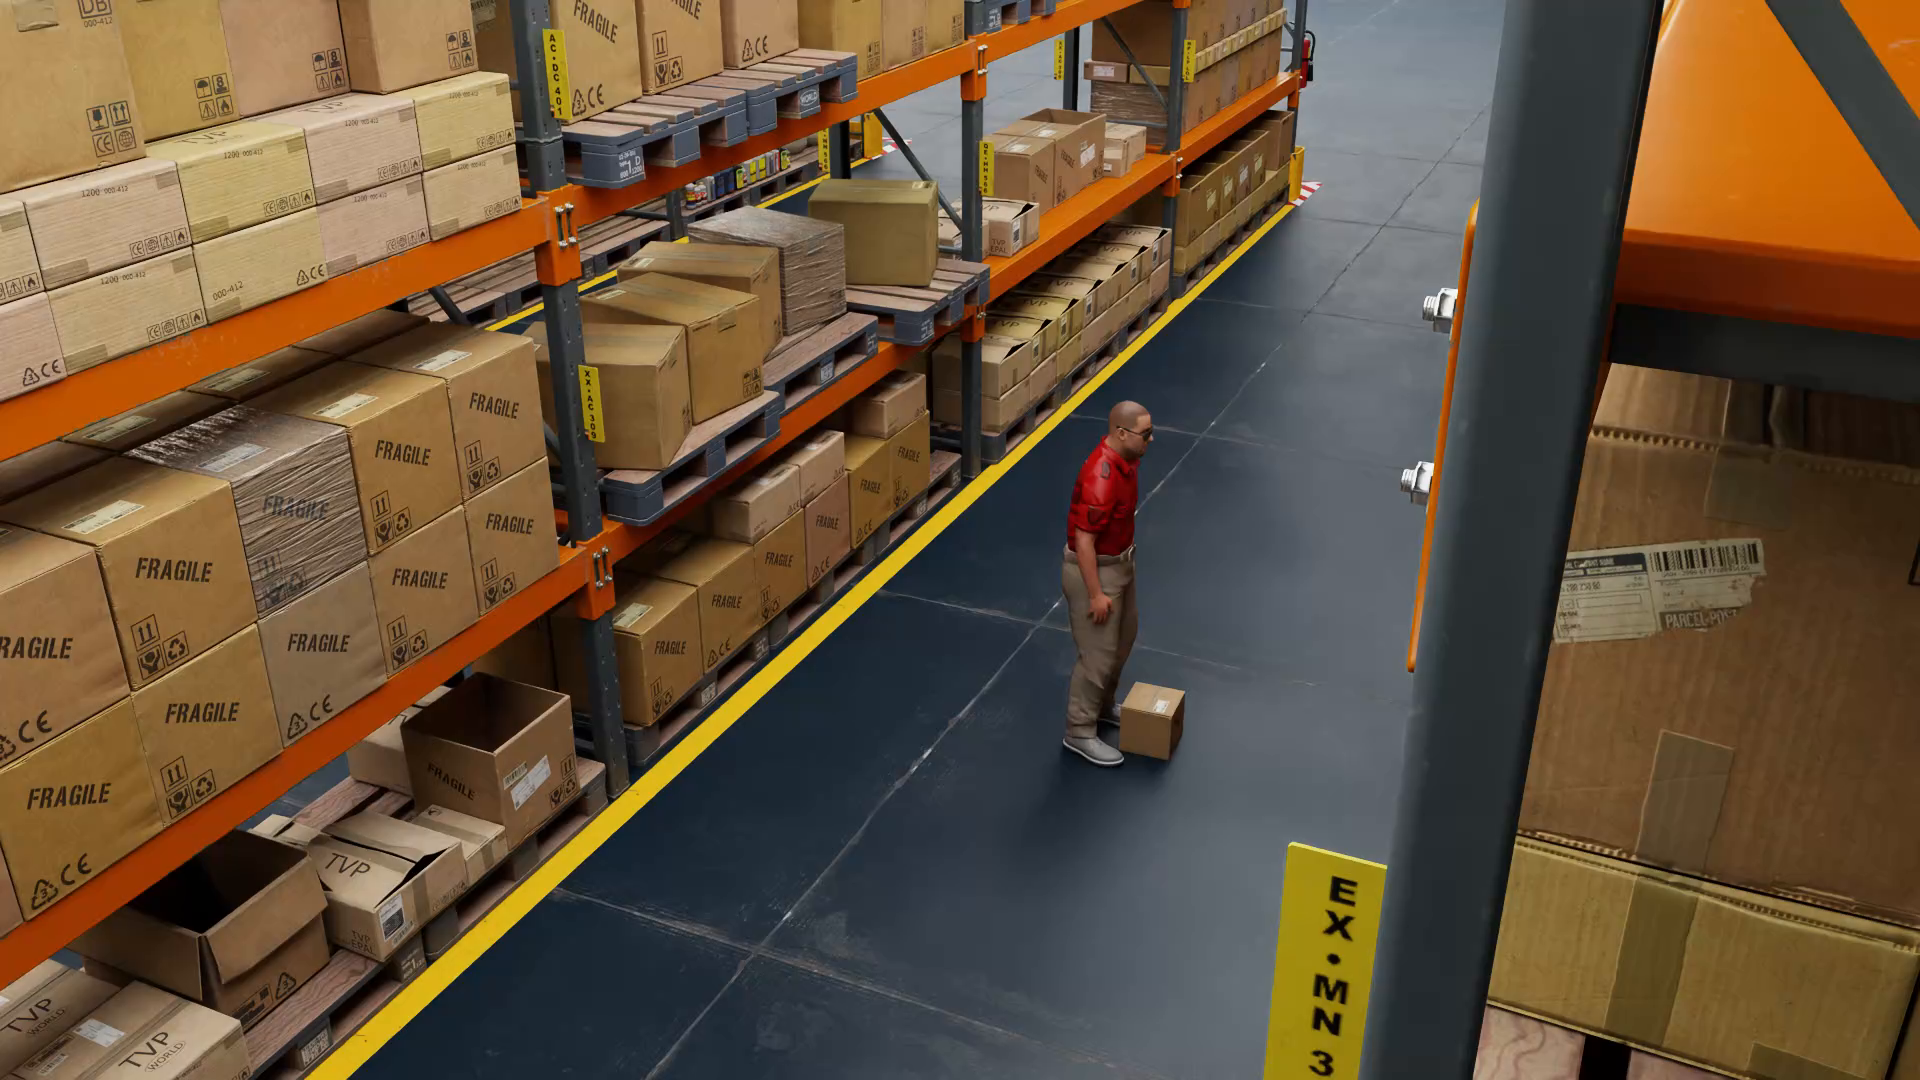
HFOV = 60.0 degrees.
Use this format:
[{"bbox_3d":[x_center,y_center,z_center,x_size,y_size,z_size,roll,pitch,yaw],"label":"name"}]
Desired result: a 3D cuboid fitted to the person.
[{"bbox_3d":[0.690,0.164,7.791,0.394,1.726,0.604,9,28,19],"label":"person"}]
